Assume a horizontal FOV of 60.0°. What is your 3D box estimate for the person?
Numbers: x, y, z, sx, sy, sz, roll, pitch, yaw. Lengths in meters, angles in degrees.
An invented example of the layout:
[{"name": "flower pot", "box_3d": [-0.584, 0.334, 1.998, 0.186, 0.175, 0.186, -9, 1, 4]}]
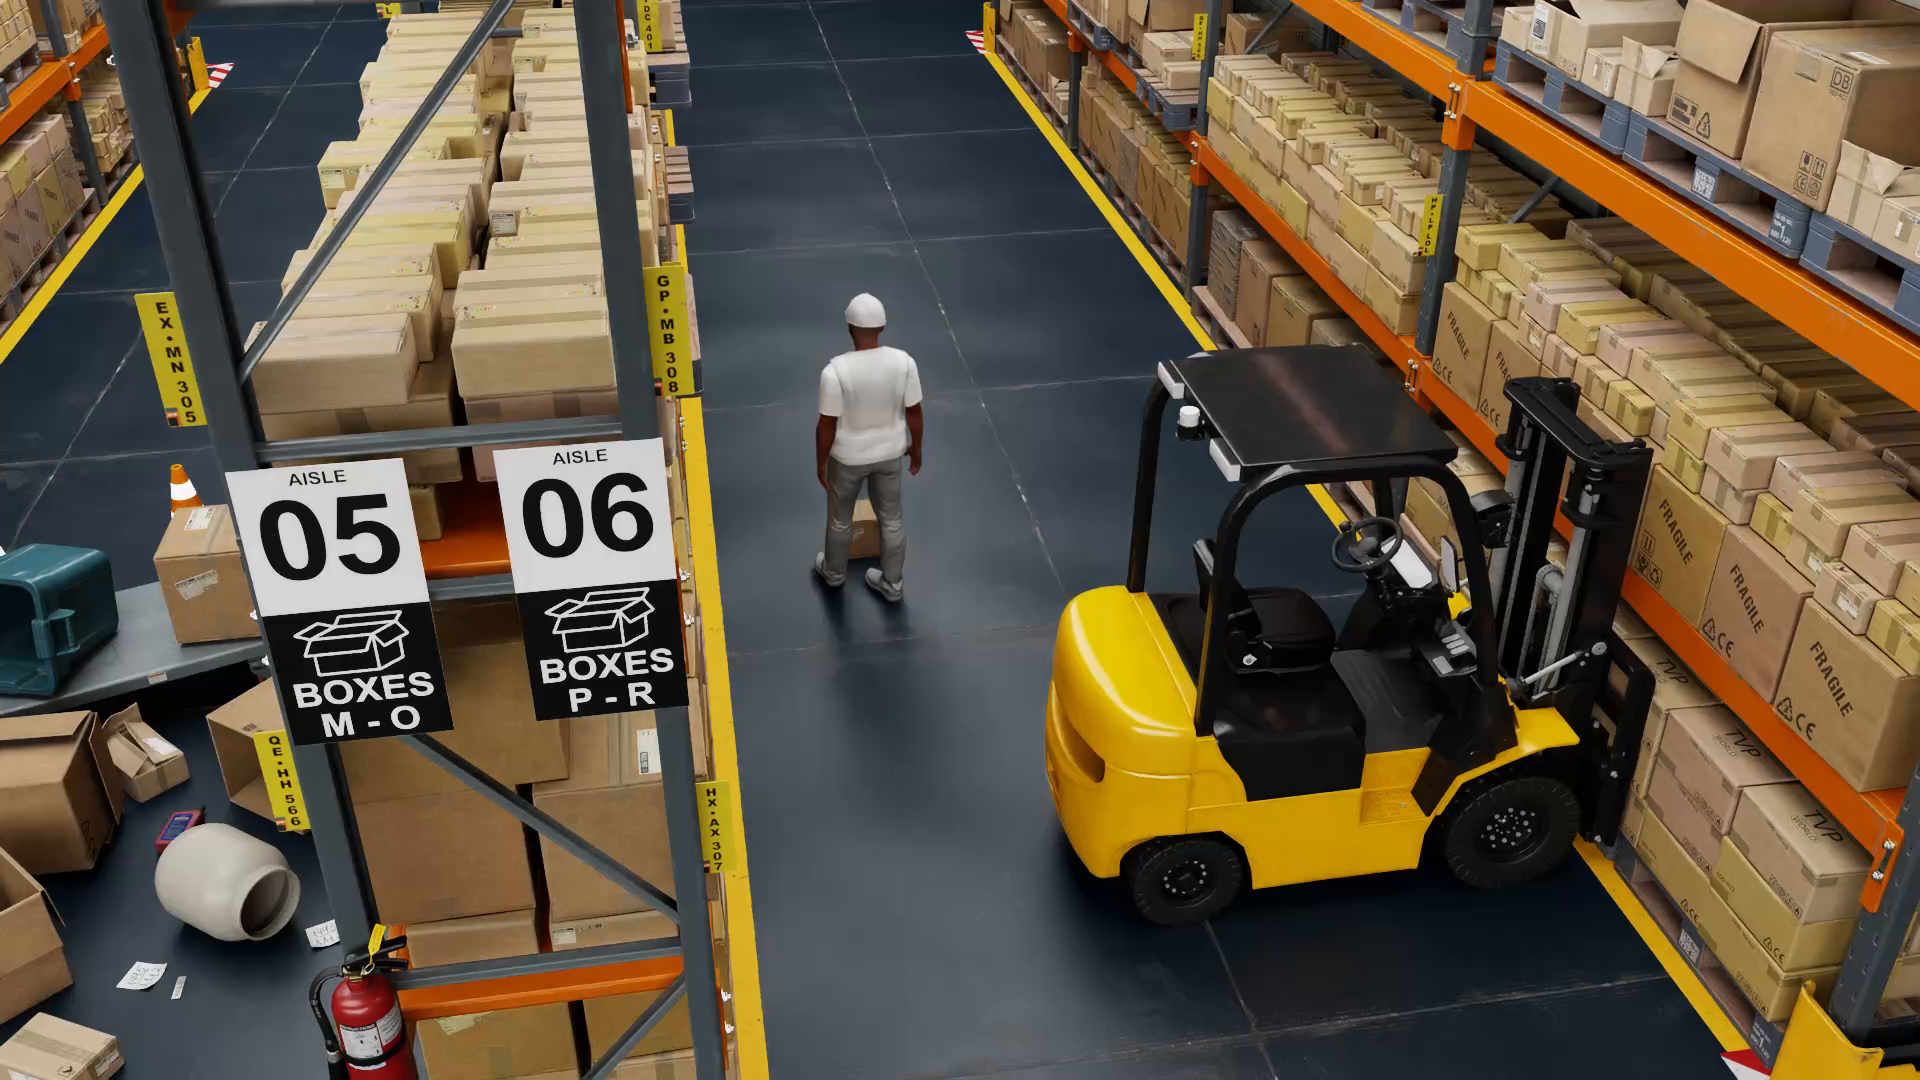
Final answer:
[{"name": "person", "box_3d": [-0.529, -0.524, 8.993, 0.589, 1.768, 0.591, -11, 32, -18]}]
